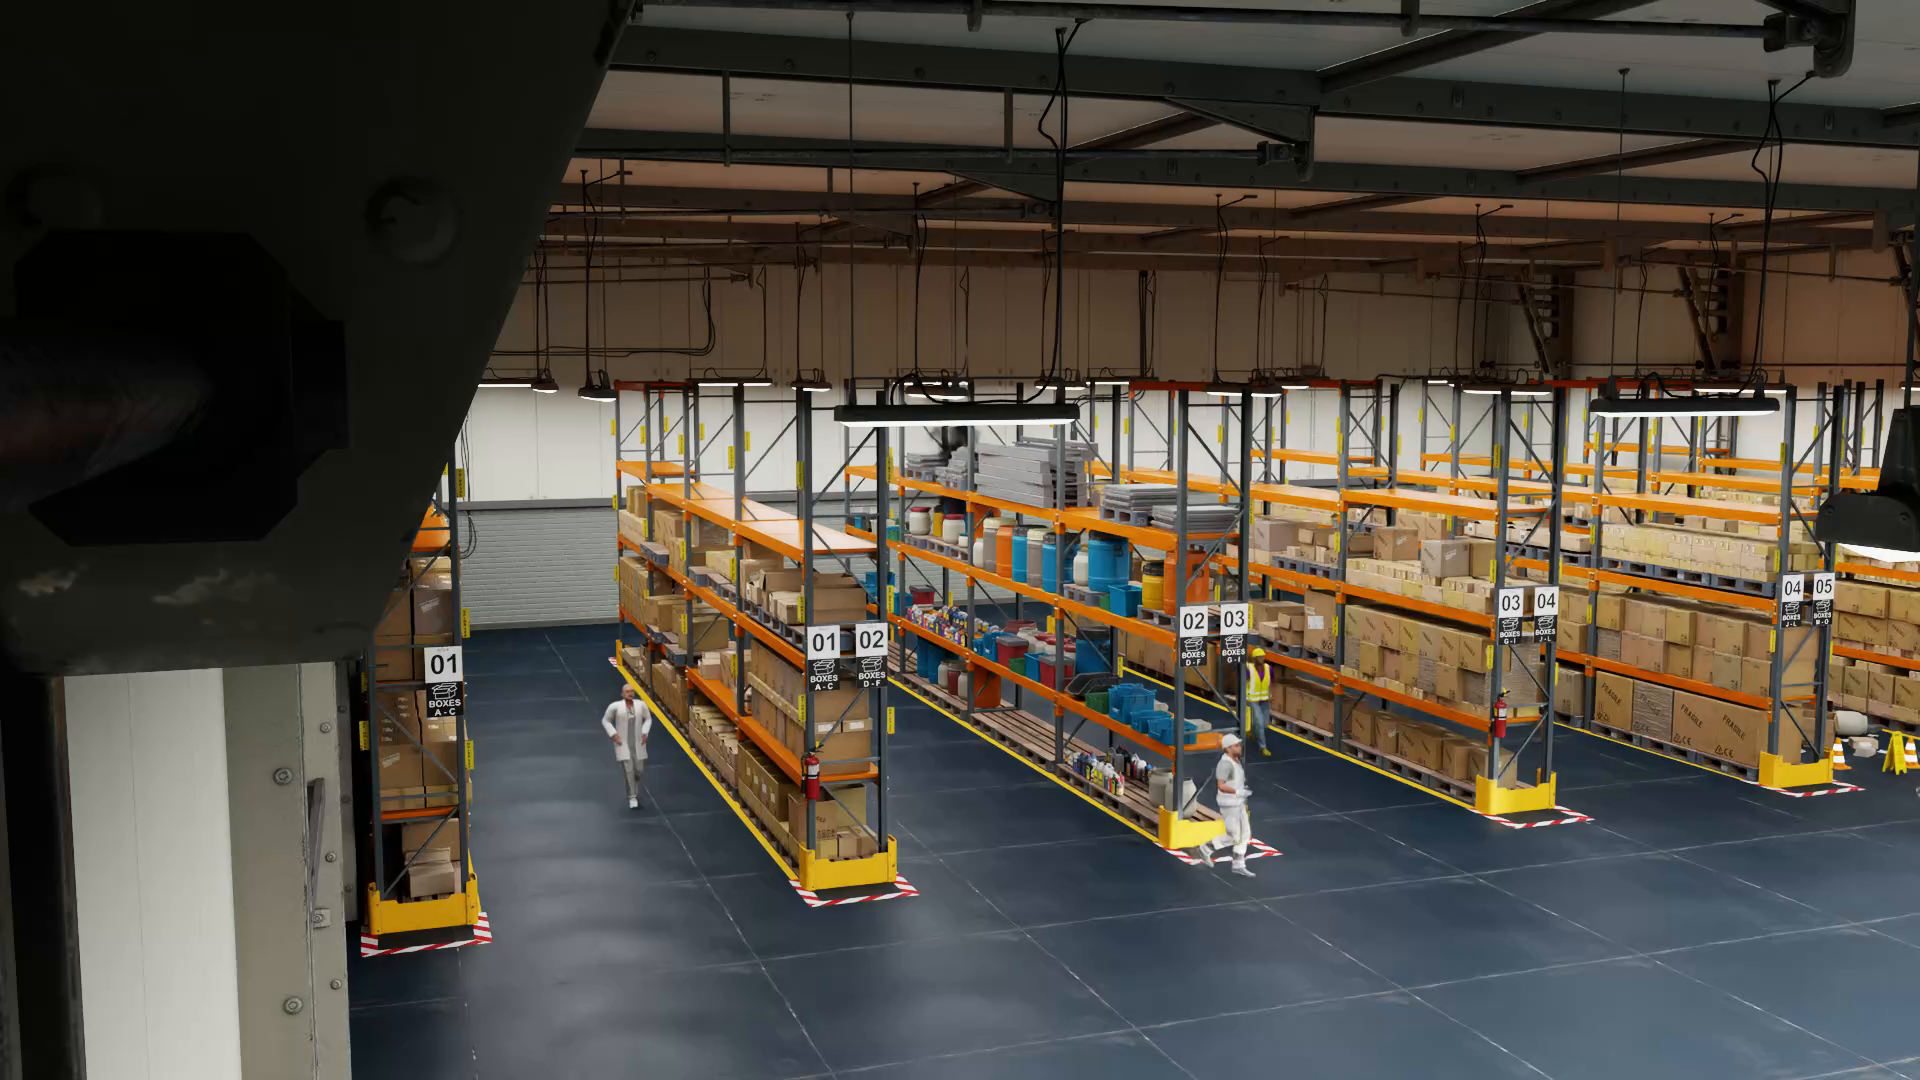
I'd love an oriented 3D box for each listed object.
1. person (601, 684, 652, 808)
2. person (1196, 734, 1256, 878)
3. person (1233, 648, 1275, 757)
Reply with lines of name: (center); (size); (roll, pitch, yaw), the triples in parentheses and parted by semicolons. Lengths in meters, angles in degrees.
person: (-4.789, 2.934, 23.979); (0.723, 1.752, 0.726); (-3, 7, -23)
person: (3.306, 3.285, 20.600); (0.736, 1.789, 0.653); (3, 7, 24)
person: (4.826, 2.613, 27.154); (0.725, 1.739, 0.788); (-2, 6, -19)
